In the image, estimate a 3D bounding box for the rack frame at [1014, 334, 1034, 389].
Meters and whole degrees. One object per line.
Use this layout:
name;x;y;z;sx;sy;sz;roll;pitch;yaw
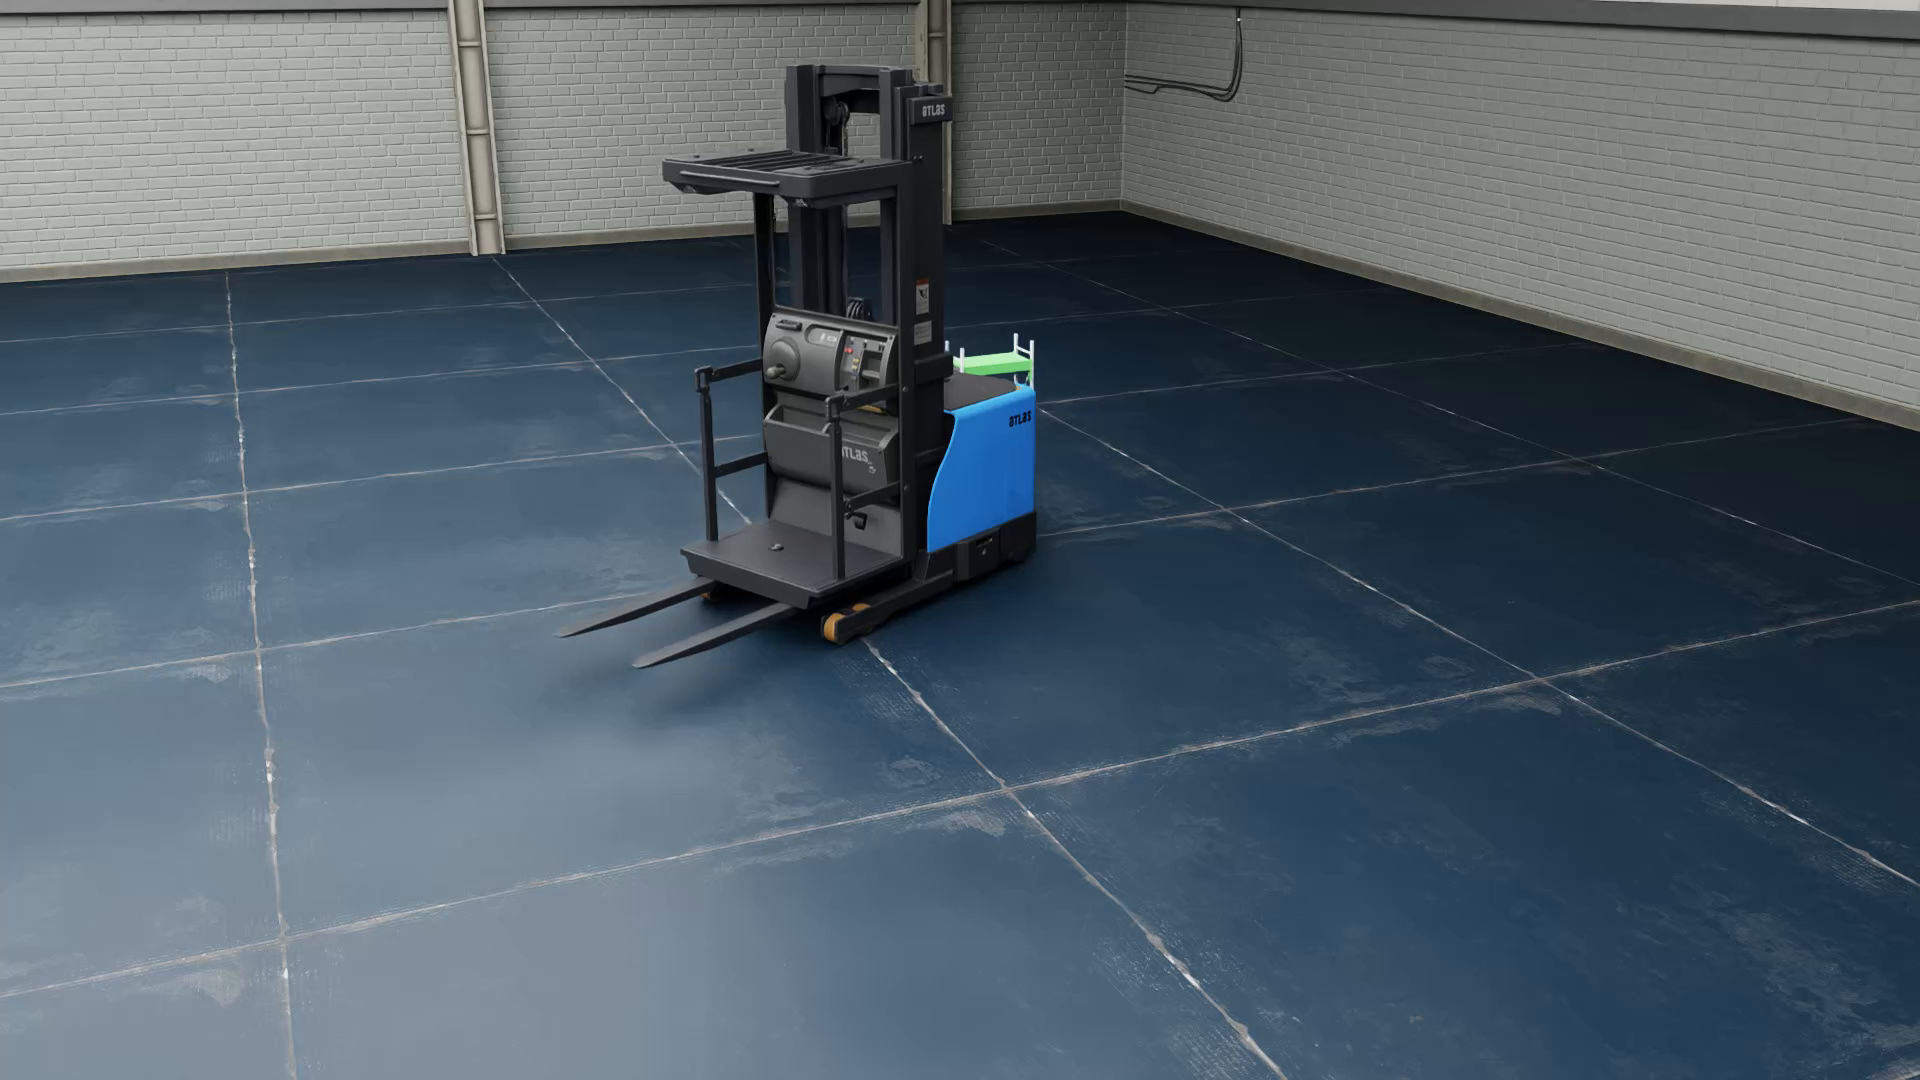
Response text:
rack frame;0.406;-0.721;10.764;0.015;1.200;0.240;-9;21;-24

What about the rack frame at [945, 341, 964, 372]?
rack frame;-0.034;-0.651;10.565;0.015;1.200;0.240;-9;21;-24

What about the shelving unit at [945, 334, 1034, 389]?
shelving unit;0.186;-0.686;10.665;0.503;1.200;0.258;-9;21;-24

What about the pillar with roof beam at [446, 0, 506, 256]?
pillar with roof beam;-4.157;-6.497;15.423;0.400;9.000;9.100;-8;21;-22

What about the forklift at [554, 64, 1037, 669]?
forklift;-0.856;-1.009;8.973;1.130;2.935;3.031;15;25;37

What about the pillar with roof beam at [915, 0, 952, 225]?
pillar with roof beam;1.352;-7.286;17.665;0.400;9.000;9.100;-8;21;-22

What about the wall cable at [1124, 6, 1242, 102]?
wall cable;2.876;-7.118;21.865;0.112;2.526;3.097;-8;21;-22

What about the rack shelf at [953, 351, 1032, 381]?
rack shelf;0.186;-1.079;10.526;0.480;0.148;0.258;-9;21;-24
